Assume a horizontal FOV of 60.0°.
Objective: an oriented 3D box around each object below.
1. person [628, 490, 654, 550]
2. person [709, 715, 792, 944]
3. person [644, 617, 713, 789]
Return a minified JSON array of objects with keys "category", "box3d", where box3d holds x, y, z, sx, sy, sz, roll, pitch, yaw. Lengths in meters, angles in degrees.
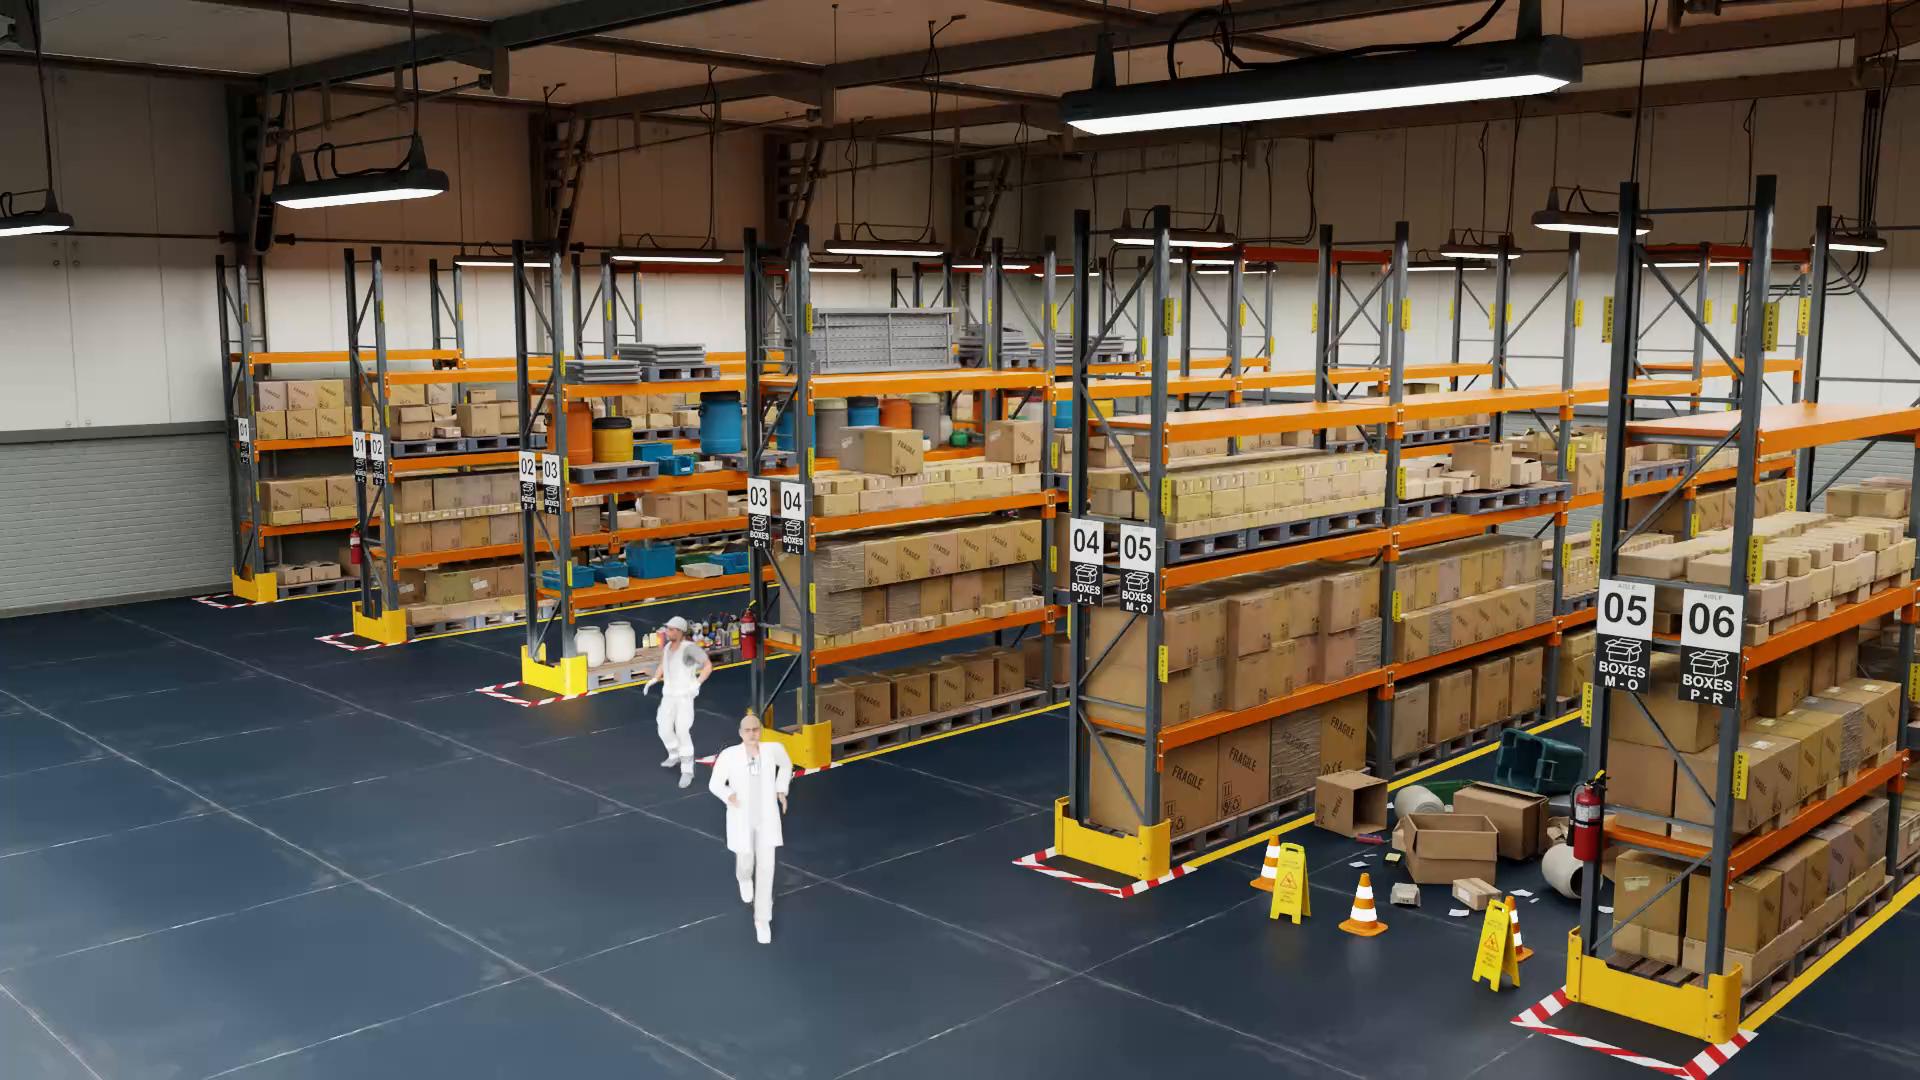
[{"category":"person","box3d":[-6.062,-0.237,32.045,0.677,1.738,0.766,6,10,38]},{"category":"person","box3d":[-1.725,2.375,13.863,0.710,1.706,1.043,-2,8,-12]},{"category":"person","box3d":[-3.139,1.732,18.172,0.812,1.773,0.714,4,9,27]}]
